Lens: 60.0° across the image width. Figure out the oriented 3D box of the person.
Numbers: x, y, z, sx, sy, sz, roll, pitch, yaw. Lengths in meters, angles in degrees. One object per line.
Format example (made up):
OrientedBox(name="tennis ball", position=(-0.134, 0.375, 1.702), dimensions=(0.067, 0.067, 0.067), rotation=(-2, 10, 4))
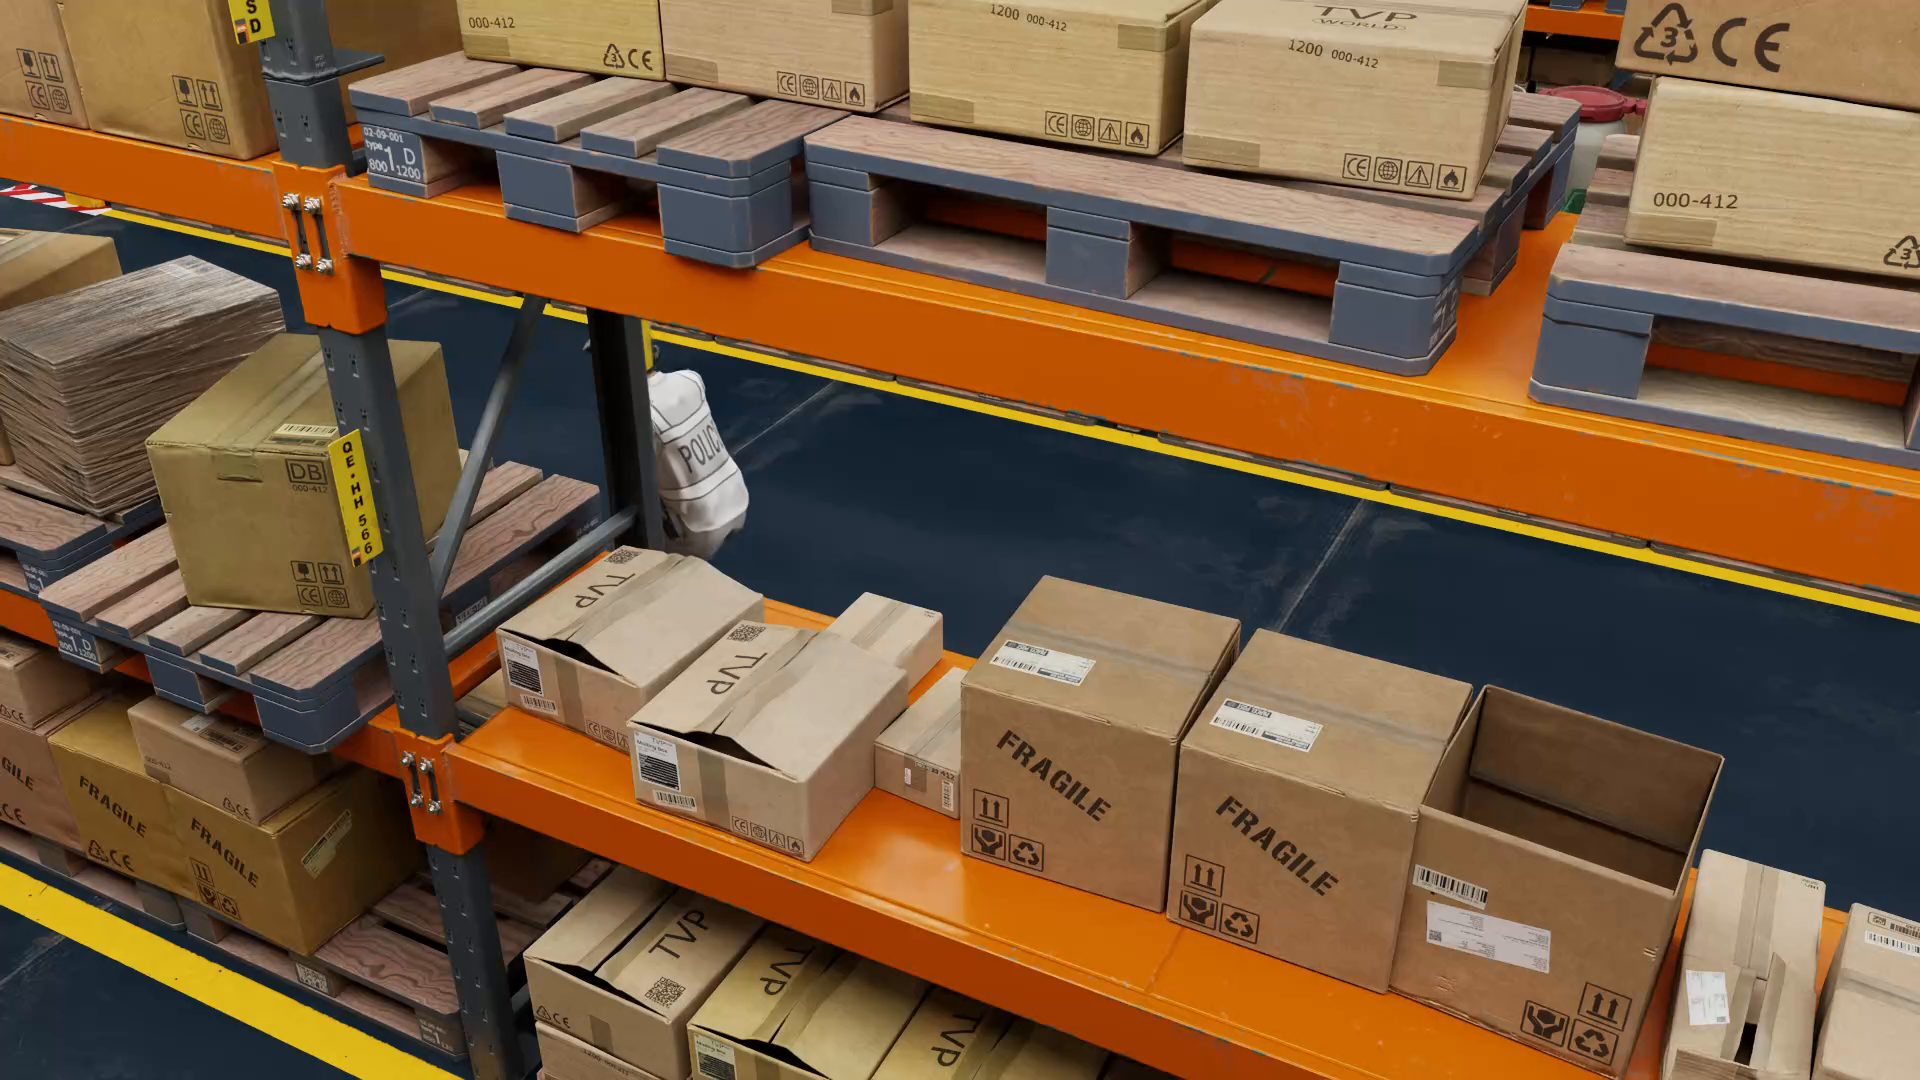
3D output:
OrientedBox(name="person", position=(-1.139, -0.041, 6.468), dimensions=(0.692, 1.403, 0.535), rotation=(15, 33, 23))
